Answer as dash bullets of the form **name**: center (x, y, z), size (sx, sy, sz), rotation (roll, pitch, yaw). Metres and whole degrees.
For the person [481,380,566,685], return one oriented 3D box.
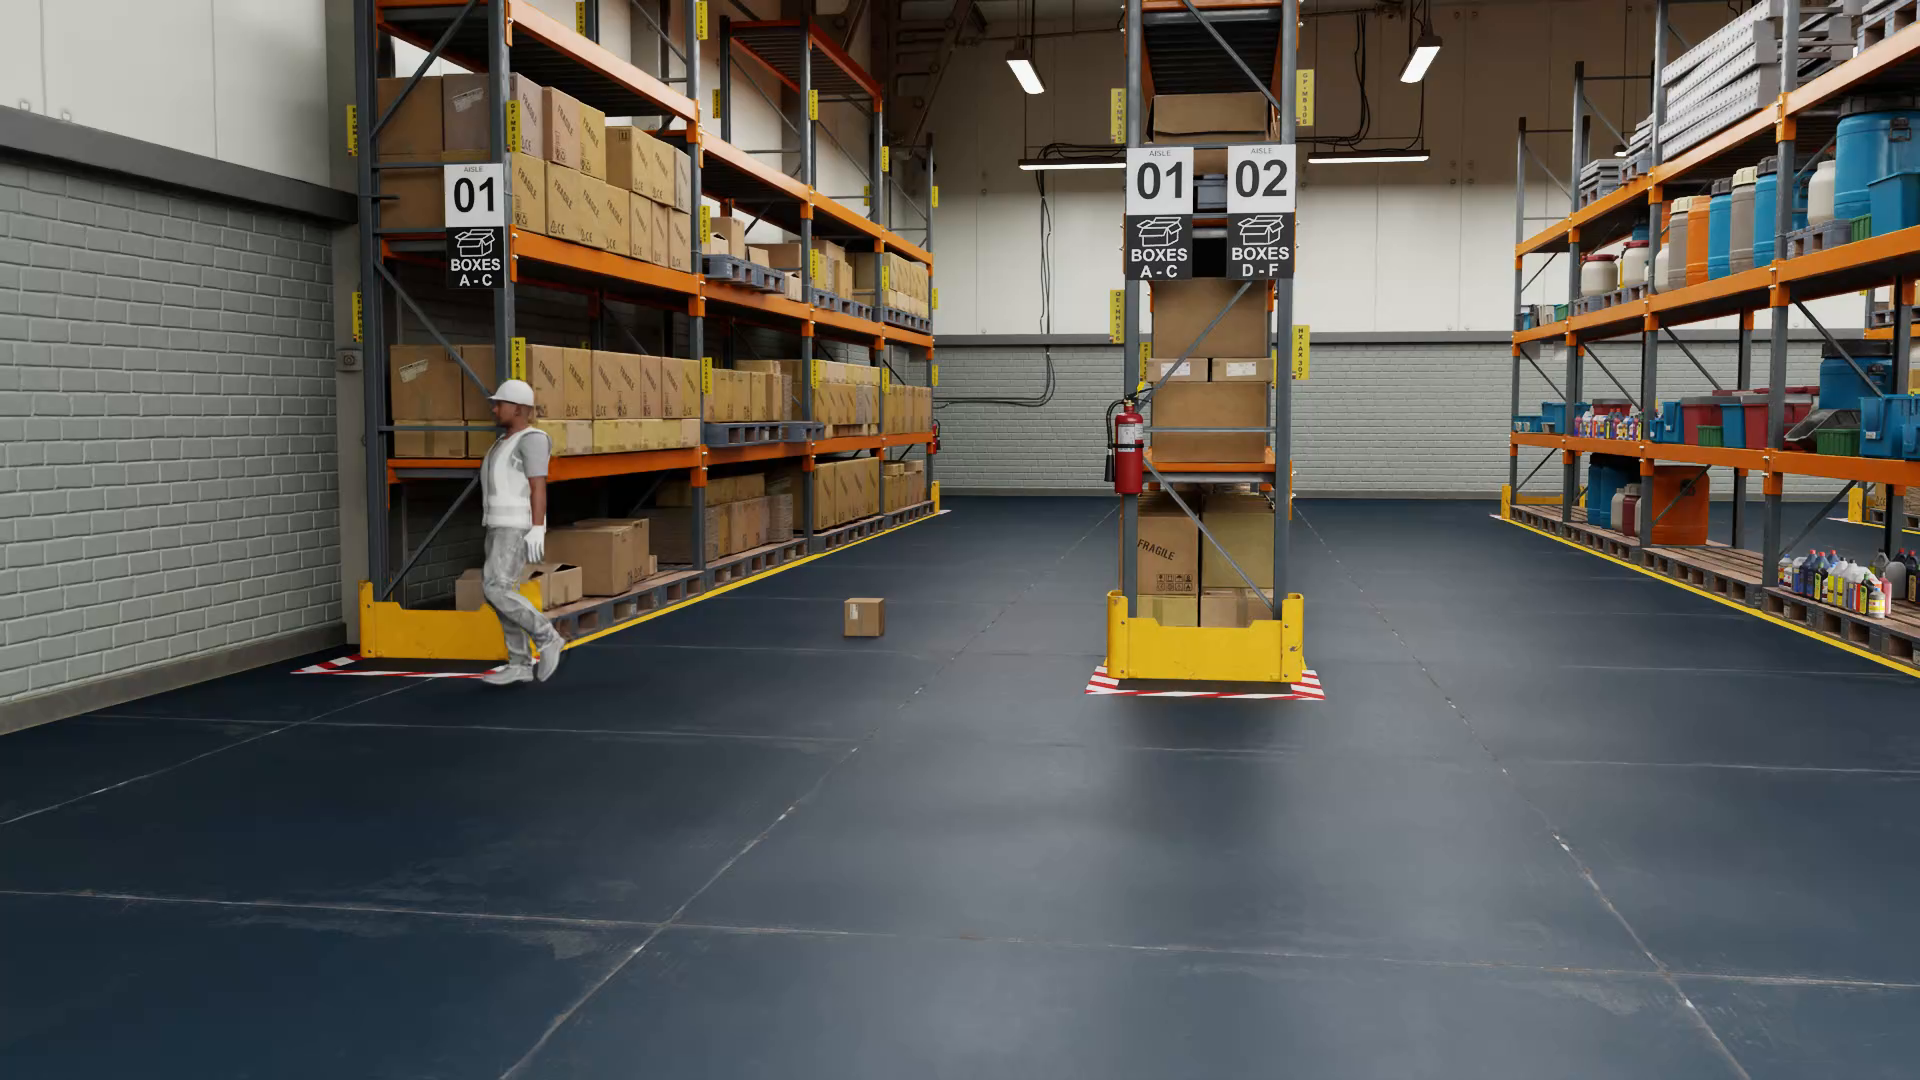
- **person**: center (-2.617, -0.047, 9.712), size (0.483, 1.771, 0.610), rotation (-3, 5, -36)
